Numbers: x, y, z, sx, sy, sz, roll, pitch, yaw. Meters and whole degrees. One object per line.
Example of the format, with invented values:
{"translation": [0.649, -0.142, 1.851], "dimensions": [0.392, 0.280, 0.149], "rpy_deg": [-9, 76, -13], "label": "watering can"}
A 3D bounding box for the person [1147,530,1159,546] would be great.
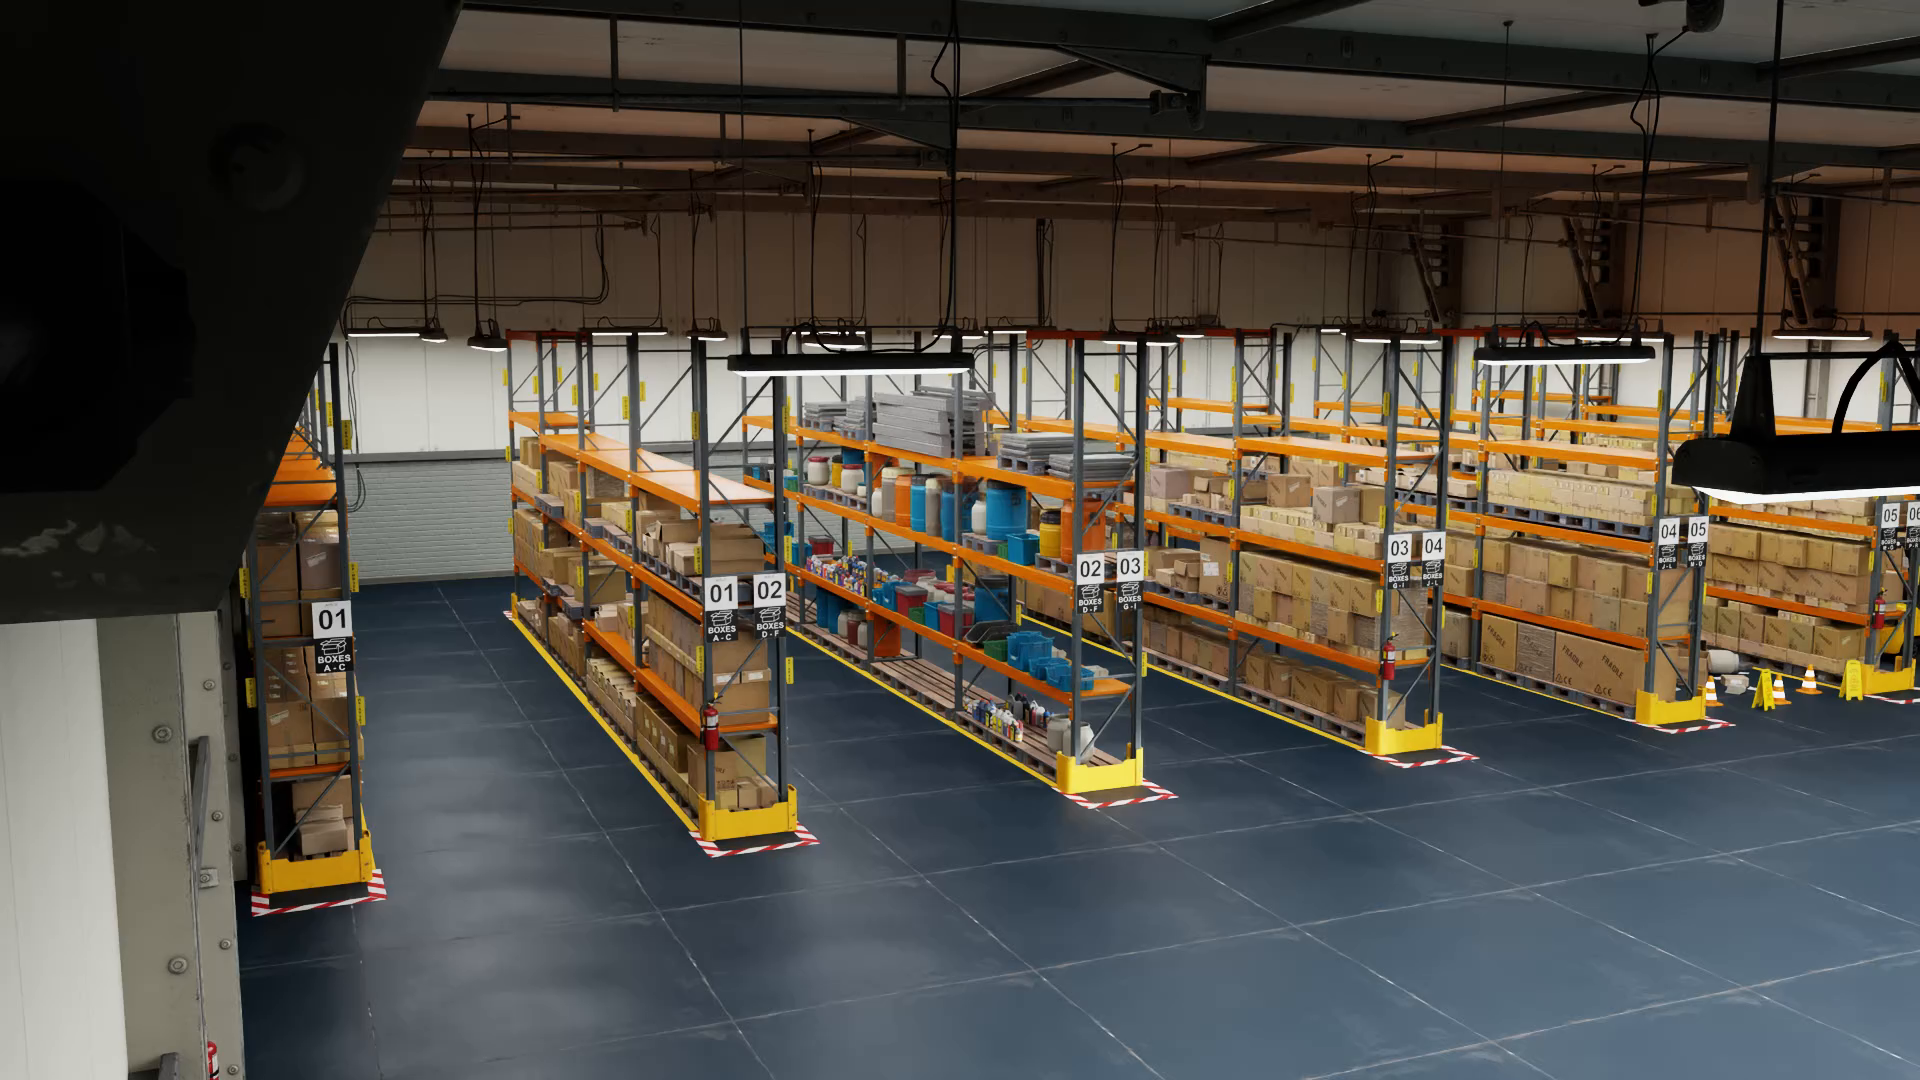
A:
{"translation": [4.895, -0.208, 41.857], "dimensions": [0.803, 1.699, 0.540], "rpy_deg": [-7, 10, -42], "label": "person"}

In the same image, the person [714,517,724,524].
{"translation": [-5.573, 0.253, 38.648], "dimensions": [0.487, 1.620, 1.060], "rpy_deg": [1, 8, 7], "label": "person"}
